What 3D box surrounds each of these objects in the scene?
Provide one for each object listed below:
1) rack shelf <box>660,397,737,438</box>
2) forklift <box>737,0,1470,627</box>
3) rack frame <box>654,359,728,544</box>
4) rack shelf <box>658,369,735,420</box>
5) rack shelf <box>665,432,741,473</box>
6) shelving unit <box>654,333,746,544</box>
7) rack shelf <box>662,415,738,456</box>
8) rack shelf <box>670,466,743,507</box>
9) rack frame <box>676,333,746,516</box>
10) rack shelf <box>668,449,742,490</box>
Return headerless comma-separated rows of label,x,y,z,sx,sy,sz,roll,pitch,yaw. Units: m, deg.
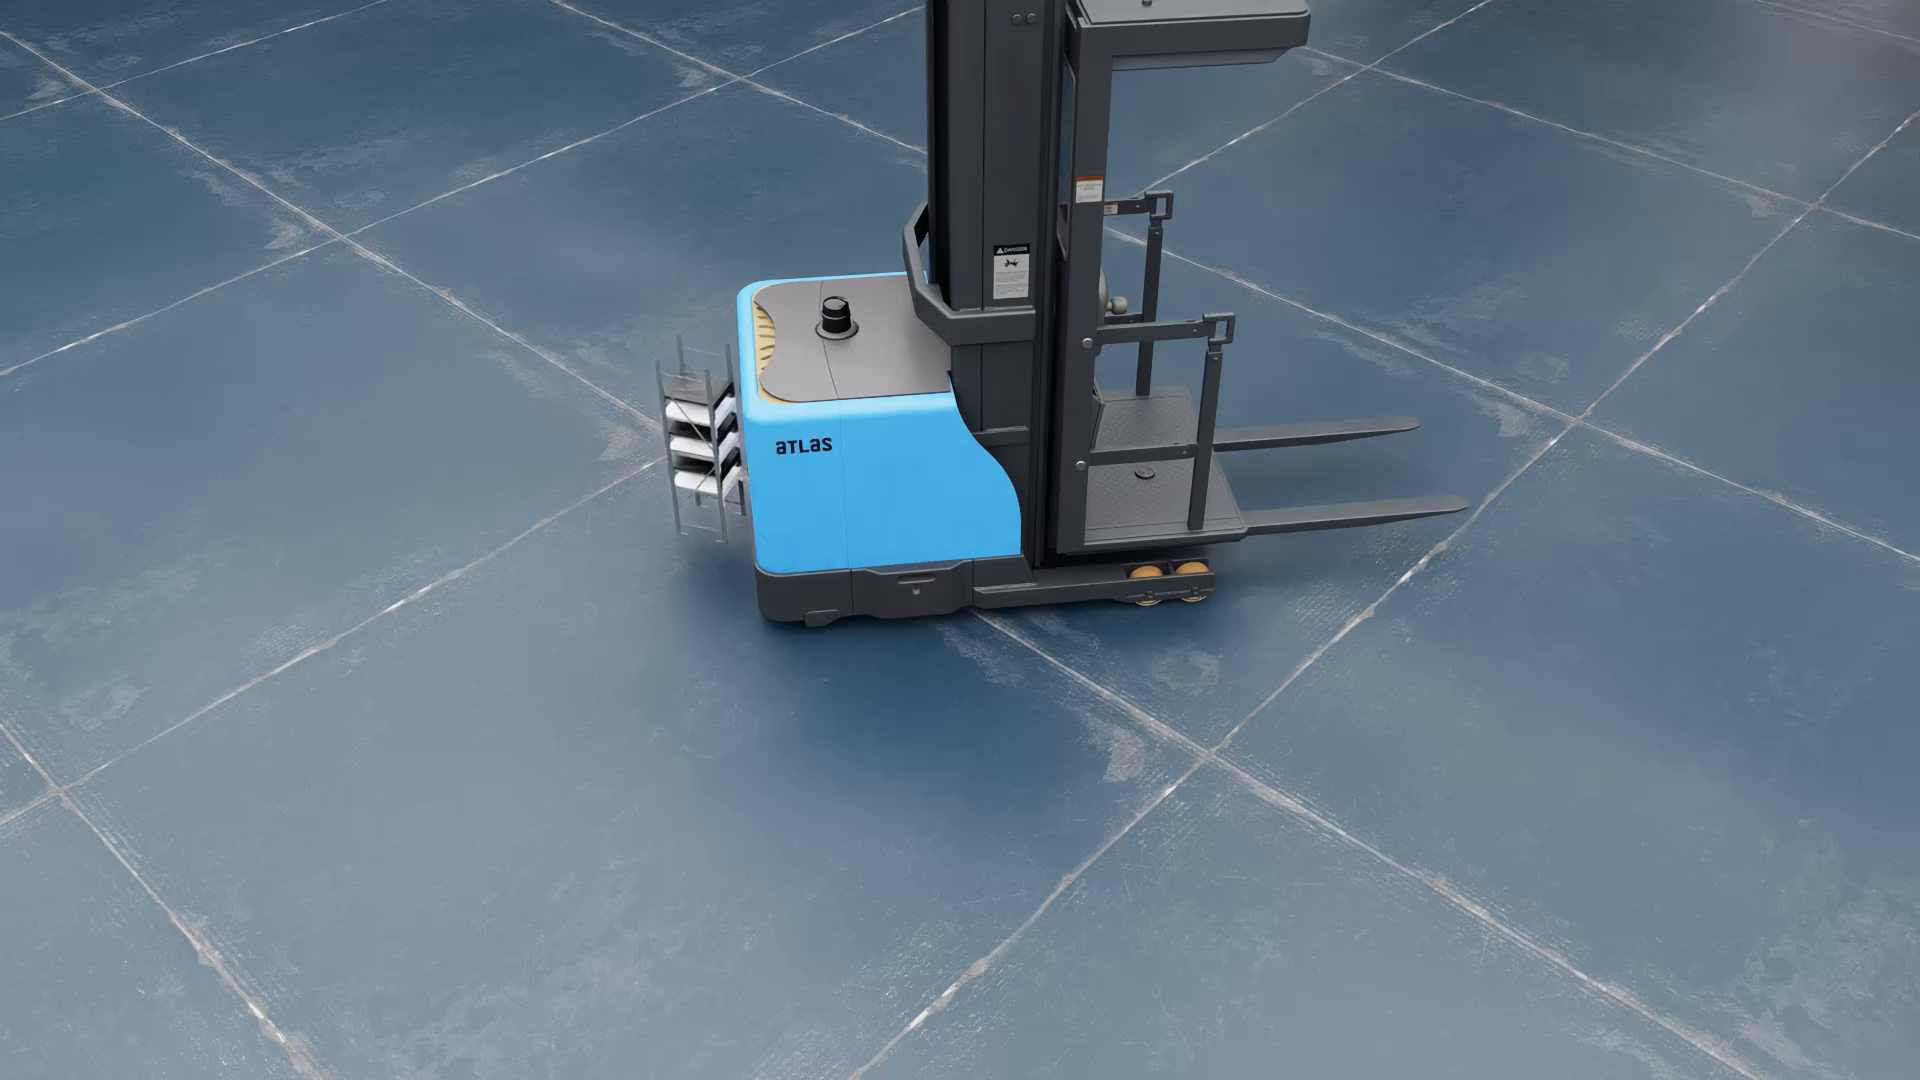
rack shelf,-1.092,-0.533,6.960,0.258,0.077,0.200,11,40,13
forklift,0.625,-1.198,6.402,3.031,2.935,1.130,-5,39,-6
rack frame,-1.123,-0.358,6.976,0.240,0.900,0.006,11,40,13
rack shelf,-1.091,-0.603,6.903,0.258,0.077,0.200,11,40,13
rack shelf,-1.093,-0.393,7.073,0.258,0.077,0.200,11,40,13
shelving unit,-1.093,-0.419,7.052,0.258,0.900,0.210,11,40,13
rack shelf,-1.092,-0.463,7.016,0.258,0.077,0.200,11,40,13
rack shelf,-1.094,-0.253,7.186,0.258,0.077,0.200,11,40,13
rack frame,-1.062,-0.480,7.127,0.240,0.900,0.006,11,40,13
rack shelf,-1.093,-0.323,7.129,0.258,0.077,0.200,11,40,13
